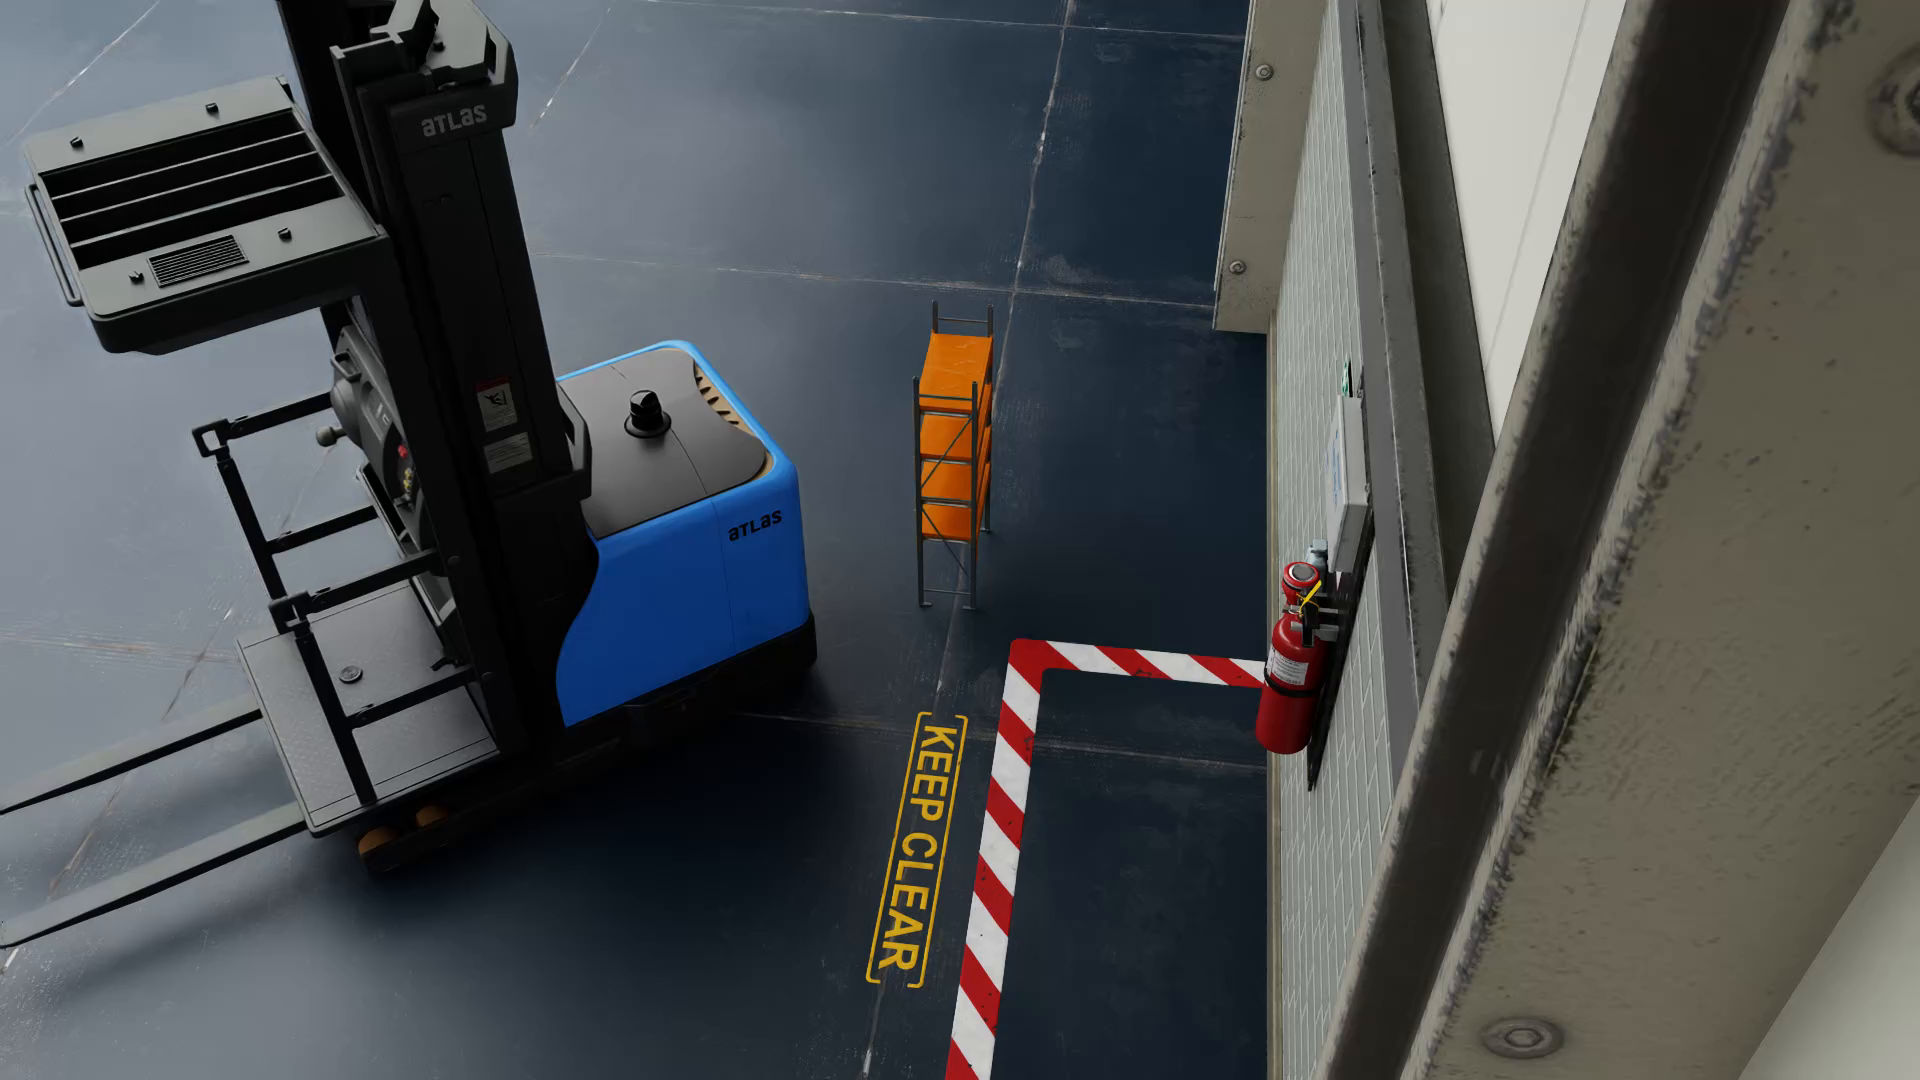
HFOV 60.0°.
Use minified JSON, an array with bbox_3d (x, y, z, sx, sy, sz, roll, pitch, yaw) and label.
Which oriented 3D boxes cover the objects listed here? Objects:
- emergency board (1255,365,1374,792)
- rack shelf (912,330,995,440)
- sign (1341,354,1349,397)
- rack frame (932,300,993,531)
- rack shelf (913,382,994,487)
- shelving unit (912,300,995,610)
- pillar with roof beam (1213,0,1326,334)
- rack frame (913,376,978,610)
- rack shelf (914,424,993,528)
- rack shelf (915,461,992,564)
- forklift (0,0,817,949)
[{"bbox_3d":[1.026,0.135,4.948,0.194,1.169,0.643,5,44,6],"label":"emergency board"},{"bbox_3d":[-0.022,-0.608,6.470,0.258,0.148,0.480,5,44,6],"label":"rack shelf"},{"bbox_3d":[1.192,-0.435,5.139,0.001,0.109,0.331,5,44,6],"label":"sign"},{"bbox_3d":[0.010,-0.489,6.916,0.240,1.200,0.015,5,44,6],"label":"rack frame"},{"bbox_3d":[-0.022,-0.436,6.633,0.258,0.148,0.480,5,44,6],"label":"rack shelf"},{"bbox_3d":[-0.022,-0.323,6.741,0.258,1.200,0.503,5,44,6],"label":"shelving unit"},{"bbox_3d":[-2.812,-4.843,5.842,9.100,9.000,0.400,5,44,6],"label":"pillar with roof beam"},{"bbox_3d":[-0.054,-0.157,6.565,0.240,1.200,0.015,5,44,6],"label":"rack frame"},{"bbox_3d":[-0.022,-0.274,6.787,0.258,0.148,0.480,5,44,6],"label":"rack shelf"},{"bbox_3d":[-0.022,-0.130,6.923,0.258,0.148,0.480,5,44,6],"label":"rack shelf"},{"bbox_3d":[-2.098,-0.286,5.443,3.031,2.935,1.130,-23,48,-22],"label":"forklift"}]
